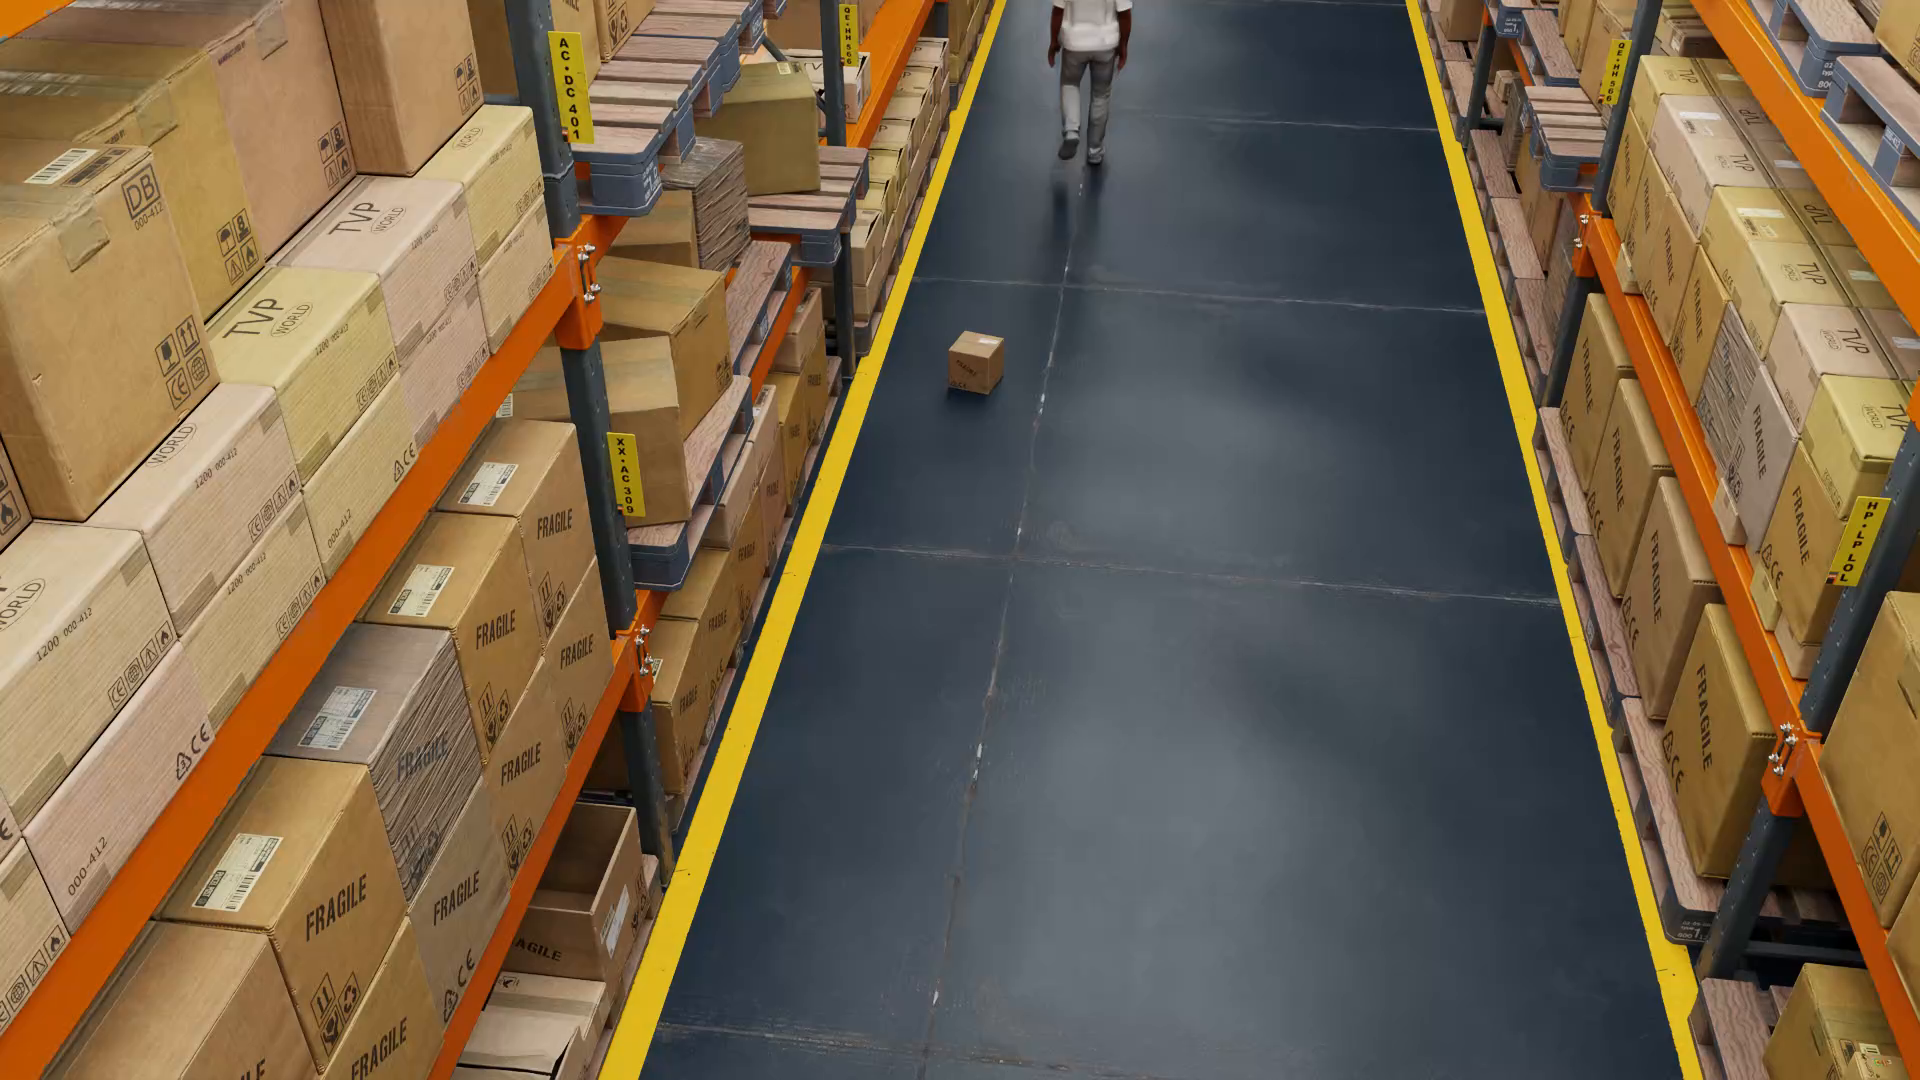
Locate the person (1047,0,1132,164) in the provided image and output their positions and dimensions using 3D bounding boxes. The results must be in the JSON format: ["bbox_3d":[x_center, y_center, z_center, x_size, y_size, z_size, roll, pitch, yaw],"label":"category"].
[{"bbox_3d":[0.915,-3.524,11.844,0.586,1.758,0.548,5,36,7],"label":"person"}]
